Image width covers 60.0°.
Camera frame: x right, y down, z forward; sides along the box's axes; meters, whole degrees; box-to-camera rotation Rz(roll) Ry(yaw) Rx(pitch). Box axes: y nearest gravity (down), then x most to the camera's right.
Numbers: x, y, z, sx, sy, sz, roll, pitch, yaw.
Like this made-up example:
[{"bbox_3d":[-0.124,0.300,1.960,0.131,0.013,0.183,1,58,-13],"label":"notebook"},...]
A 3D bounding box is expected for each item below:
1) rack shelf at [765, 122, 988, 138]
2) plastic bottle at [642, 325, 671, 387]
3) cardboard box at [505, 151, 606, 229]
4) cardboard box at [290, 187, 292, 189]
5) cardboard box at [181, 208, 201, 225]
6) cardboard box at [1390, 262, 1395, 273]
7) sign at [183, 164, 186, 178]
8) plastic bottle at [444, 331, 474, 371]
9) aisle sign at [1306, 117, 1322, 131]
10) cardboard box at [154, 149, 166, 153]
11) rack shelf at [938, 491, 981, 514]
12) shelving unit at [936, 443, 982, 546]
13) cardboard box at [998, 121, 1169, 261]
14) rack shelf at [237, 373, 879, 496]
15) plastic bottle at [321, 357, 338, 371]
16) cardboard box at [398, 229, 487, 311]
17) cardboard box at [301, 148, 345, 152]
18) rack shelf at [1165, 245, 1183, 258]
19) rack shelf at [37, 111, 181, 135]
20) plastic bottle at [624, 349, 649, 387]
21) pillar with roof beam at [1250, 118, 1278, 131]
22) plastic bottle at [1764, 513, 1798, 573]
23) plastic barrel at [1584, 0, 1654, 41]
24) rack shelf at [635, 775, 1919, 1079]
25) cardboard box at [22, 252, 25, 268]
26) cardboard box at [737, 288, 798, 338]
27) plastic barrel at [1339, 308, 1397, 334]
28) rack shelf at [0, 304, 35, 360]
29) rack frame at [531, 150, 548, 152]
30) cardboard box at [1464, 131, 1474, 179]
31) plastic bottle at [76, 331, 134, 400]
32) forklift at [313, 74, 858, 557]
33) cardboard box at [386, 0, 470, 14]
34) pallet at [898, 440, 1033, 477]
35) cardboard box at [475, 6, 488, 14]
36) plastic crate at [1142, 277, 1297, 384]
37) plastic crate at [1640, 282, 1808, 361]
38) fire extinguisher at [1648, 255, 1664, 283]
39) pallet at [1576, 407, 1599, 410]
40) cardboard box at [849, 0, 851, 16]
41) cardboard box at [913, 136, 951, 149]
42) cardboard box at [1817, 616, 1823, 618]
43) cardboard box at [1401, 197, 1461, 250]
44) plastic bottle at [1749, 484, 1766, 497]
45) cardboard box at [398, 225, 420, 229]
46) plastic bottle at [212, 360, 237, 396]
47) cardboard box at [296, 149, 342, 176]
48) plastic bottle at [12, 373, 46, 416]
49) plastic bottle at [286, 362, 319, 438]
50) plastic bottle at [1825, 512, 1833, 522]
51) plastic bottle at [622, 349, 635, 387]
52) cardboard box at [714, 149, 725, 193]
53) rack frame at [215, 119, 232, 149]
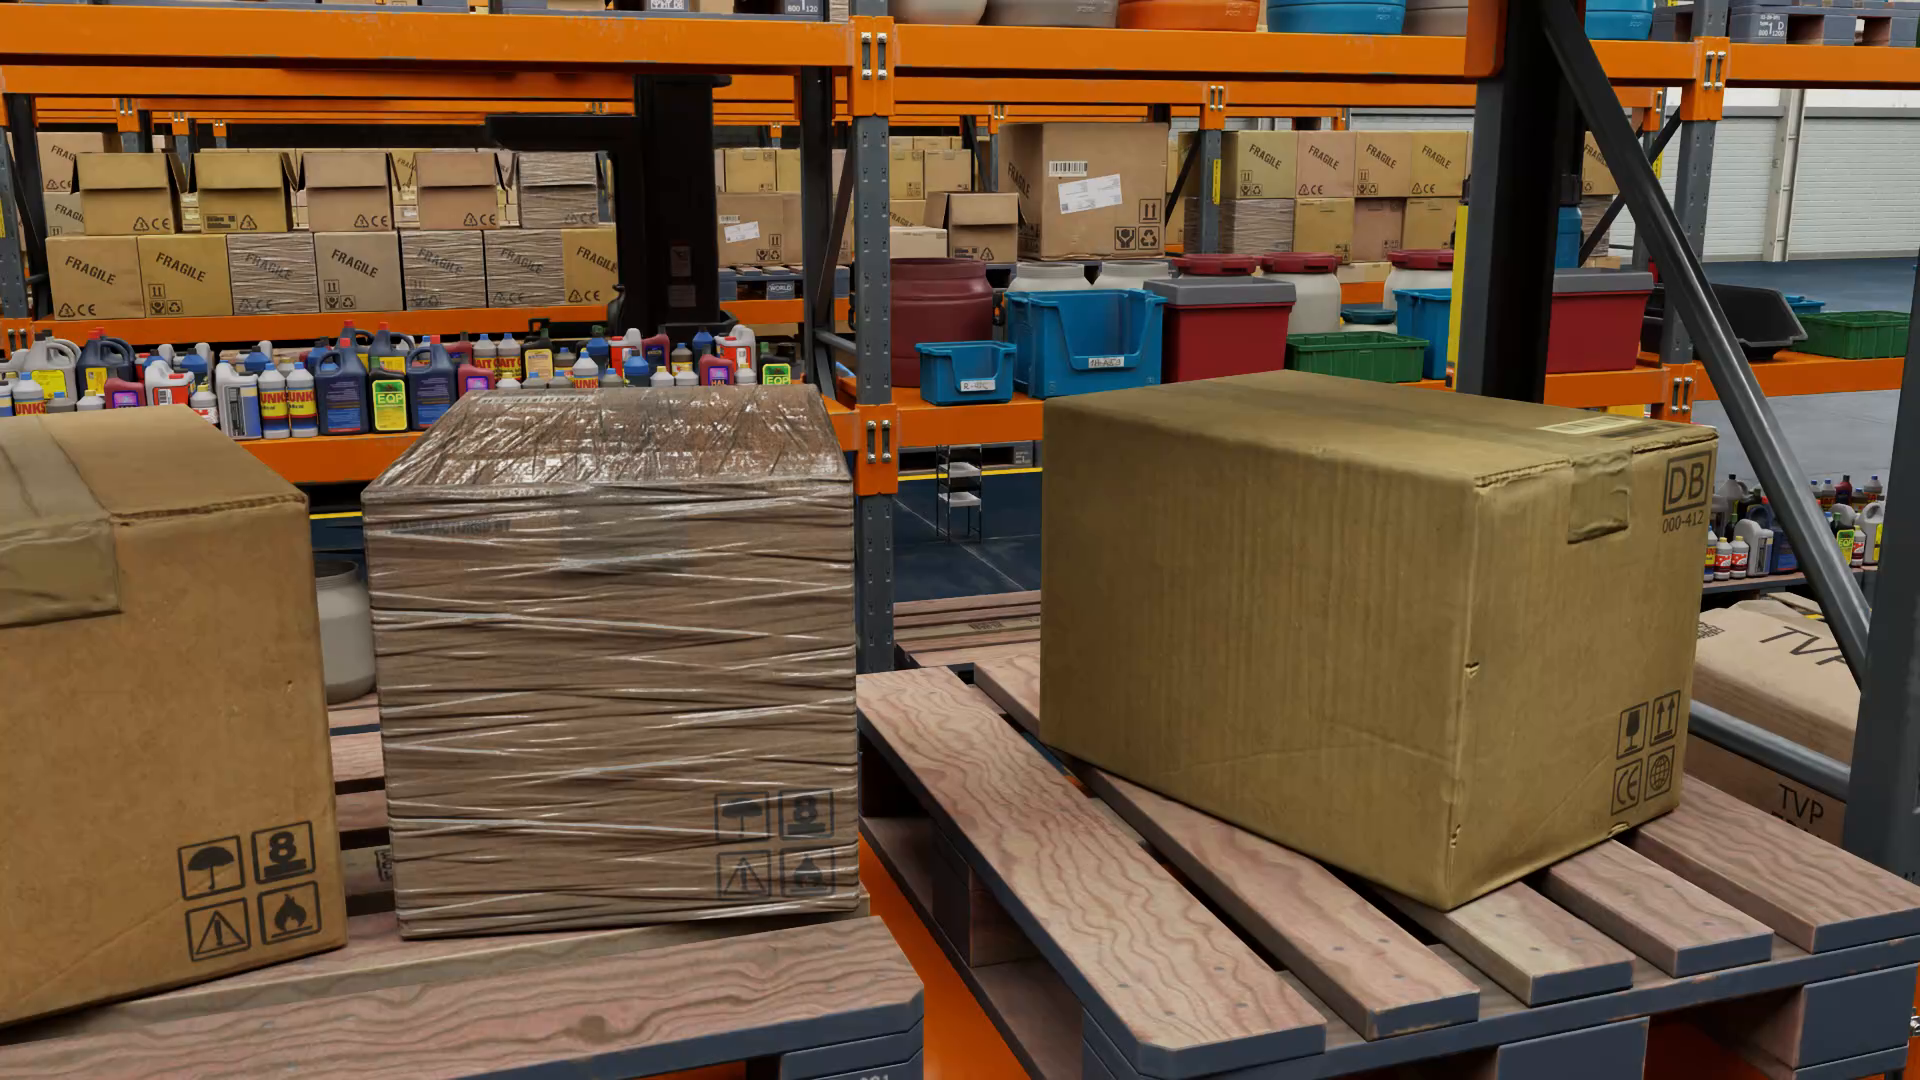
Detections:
[{"bbox_3d":[-1.134,-6.728,27.018,4.000,0.370,1.077,-4,14,-18],"label":"rack shelf"},{"bbox_3d":[-1.333,-0.796,7.258,0.133,0.283,0.061,-4,14,-18],"label":"plastic bottle"},{"bbox_3d":[-2.772,-2.400,11.368,0.637,0.503,0.797,-4,14,-16],"label":"cardboard box"},{"bbox_3d":[-6.284,-3.216,15.531,0.250,0.149,0.380,-5,14,-18],"label":"cardboard box"},{"bbox_3d":[-6.831,-2.869,14.715,0.250,0.149,0.380,-4,14,-17],"label":"cardboard box"},{"bbox_3d":[3.435,-2.151,13.245,0.250,0.149,0.380,-4,14,-18],"label":"cardboard box"},{"bbox_3d":[-8.847,-4.130,18.983,0.005,0.325,0.100,-4,14,-18],"label":"sign"},{"bbox_3d":[-2.117,-0.735,7.001,0.133,0.283,0.061,-4,14,-18],"label":"plastic bottle"},{"bbox_3d":[3.994,-4.935,18.792,0.004,0.787,0.394,-4,14,-18],"label":"aisle sign"},{"bbox_3d":[-9.384,-4.232,19.075,0.500,0.500,0.500,-5,14,-19],"label":"cardboard box"},{"bbox_3d":[-0.008,-0.230,10.086,0.200,0.077,0.258,-4,14,-18],"label":"rack shelf"},{"bbox_3d":[-0.008,-0.437,10.036,0.210,0.900,0.258,-4,14,-18],"label":"shelving unit"},{"bbox_3d":[0.920,-2.677,12.713,1.000,1.000,1.000,-4,14,-18],"label":"cardboard box"},{"bbox_3d":[-2.389,-0.330,6.603,4.000,0.370,1.077,-4,14,-18],"label":"rack shelf"},{"bbox_3d":[-2.370,-0.554,6.270,0.097,0.271,0.097,0,13,0],"label":"plastic bottle"},{"bbox_3d":[-3.428,-1.797,11.001,0.500,0.500,0.500,-5,14,-20],"label":"cardboard box"},{"bbox_3d":[-7.707,-4.488,20.153,0.500,0.500,0.500,-4,14,-16],"label":"cardboard box"},{"bbox_3d":[2.127,-3.102,18.257,4.000,0.370,1.077,-4,14,-18],"label":"rack shelf"},{"bbox_3d":[-10.921,-4.754,18.719,4.000,0.370,1.077,-4,14,-18],"label":"rack shelf"},{"bbox_3d":[-1.260,-0.606,6.485,0.097,0.271,0.097,0,13,0],"label":"plastic bottle"},{"bbox_3d":[6.874,-8.330,25.716,0.400,9.000,9.100,-4,14,-18],"label":"pillar with roof beam"},{"bbox_3d":[4.195,-0.017,8.505,0.185,0.351,0.144,-4,14,-17],"label":"plastic bottle"},{"bbox_3d":[2.885,-2.741,7.619,0.708,0.901,0.600,-4,14,-18],"label":"plastic barrel"},{"bbox_3d":[-0.813,0.757,2.035,4.000,0.370,1.077,-4,14,-18],"label":"rack shelf"},{"bbox_3d":[-8.295,-2.466,14.571,0.250,0.149,0.380,-5,14,-20],"label":"cardboard box"},{"bbox_3d":[-2.126,-2.210,16.904,0.750,0.750,1.050,-4,14,-17],"label":"cardboard box"},{"bbox_3d":[1.994,-0.992,8.128,0.301,0.262,0.301,0,13,0],"label":"plastic barrel"},{"bbox_3d":[-7.760,-1.121,9.929,4.000,0.370,1.077,-4,14,-18],"label":"rack shelf"},{"bbox_3d":[-5.234,-4.087,20.845,0.127,3.000,1.000,-4,14,-18],"label":"rack frame"},{"bbox_3d":[4.120,-3.015,13.316,0.500,0.500,0.500,-4,14,-18],"label":"cardboard box"},{"bbox_3d":[-3.297,-0.630,6.416,0.185,0.351,0.144,-4,14,-18],"label":"plastic bottle"},{"bbox_3d":[-2.089,-1.303,9.287,3.031,2.935,1.130,-3,14,-13],"label":"forklift"},{"bbox_3d":[-3.419,-3.482,10.695,0.500,0.500,0.500,-4,14,-15],"label":"cardboard box"},{"bbox_3d":[-0.178,-0.704,12.646,1.213,0.211,1.003,-4,14,-18],"label":"pallet"},{"bbox_3d":[-4.341,-4.762,15.327,0.258,0.266,0.396,-4,14,-18],"label":"cardboard box"},{"bbox_3d":[1.135,-0.911,7.352,0.583,0.464,0.402,-4,14,-18],"label":"plastic crate"},{"bbox_3d":[3.834,-1.103,8.434,0.504,0.338,0.767,-4,14,-18],"label":"plastic crate"},{"bbox_3d":[5.764,-2.374,13.809,0.183,0.674,0.296,-4,14,-18],"label":"fire extinguisher"},{"bbox_3d":[4.655,-1.090,14.269,1.213,0.211,1.003,-4,14,-18],"label":"pallet"},{"bbox_3d":[-0.590,-3.719,11.516,0.500,0.500,0.500,-5,14,-20],"label":"cardboard box"},{"bbox_3d":[-0.466,-5.080,21.999,0.500,0.500,0.700,-4,14,-18],"label":"cardboard box"},{"bbox_3d":[1.847,0.254,3.135,0.250,0.149,0.380,-4,14,-18],"label":"cardboard box"},{"bbox_3d":[3.578,-2.538,13.473,0.500,0.500,0.875,-4,14,-18],"label":"cardboard box"},{"bbox_3d":[4.459,-0.172,9.318,0.135,0.276,0.152,-4,14,-17],"label":"plastic bottle"},{"bbox_3d":[-3.593,-1.909,11.472,0.500,0.500,0.500,-5,14,-19],"label":"cardboard box"},{"bbox_3d":[-2.961,-0.625,6.715,0.097,0.201,0.097,0,13,0],"label":"plastic bottle"},{"bbox_3d":[-7.567,-4.377,19.685,0.500,0.500,0.500,-5,14,-19],"label":"cardboard box"},{"bbox_3d":[-3.259,-0.450,5.831,0.097,0.271,0.097,0,13,0],"label":"plastic bottle"},{"bbox_3d":[-2.416,-0.516,6.107,0.097,0.271,0.097,0,13,0],"label":"plastic bottle"},{"bbox_3d":[4.501,-0.011,8.653,0.097,0.271,0.097,0,13,0],"label":"plastic bottle"},{"bbox_3d":[-1.388,-0.710,7.074,0.097,0.201,0.097,0,13,0],"label":"plastic bottle"},{"bbox_3d":[-2.652,-3.613,16.473,0.500,0.500,0.700,-5,14,-19],"label":"cardboard box"},{"bbox_3d":[-10.612,-4.881,24.179,0.127,3.000,1.000,-4,14,-18],"label":"rack frame"}]
